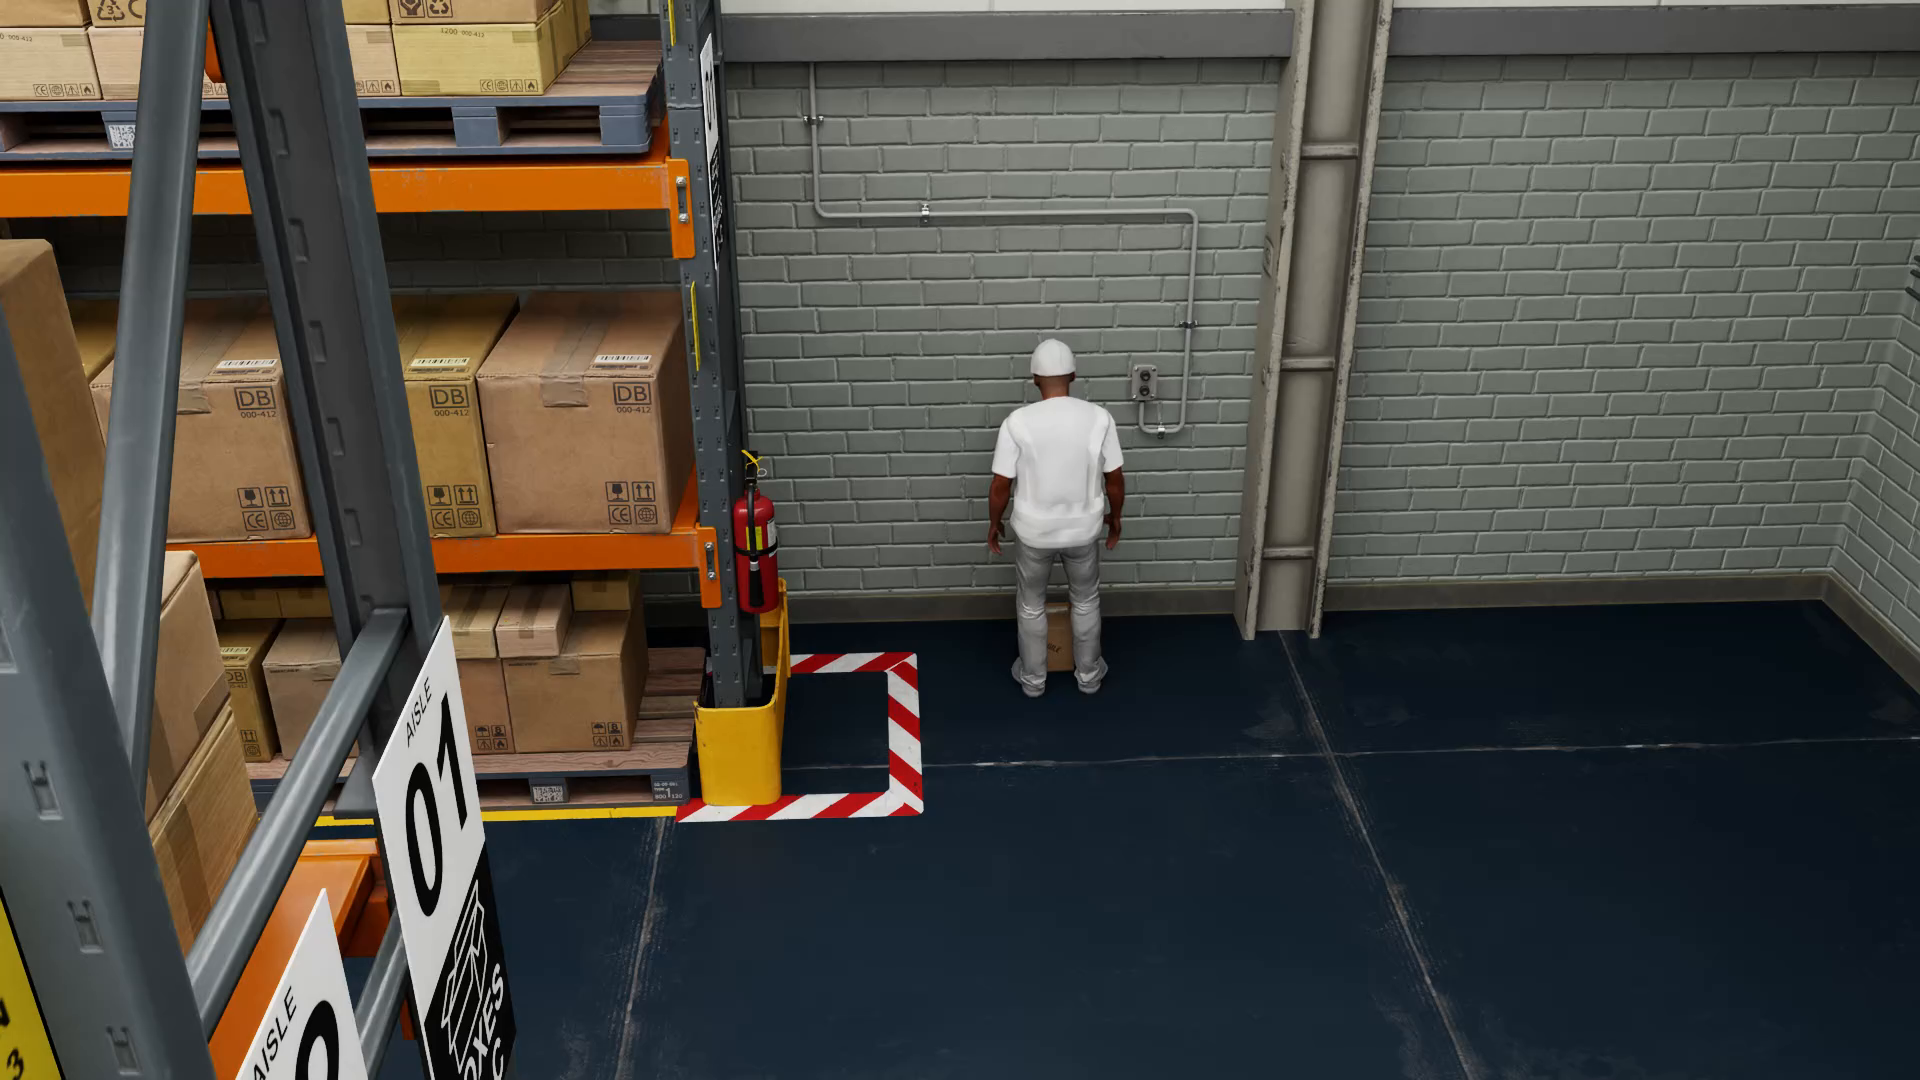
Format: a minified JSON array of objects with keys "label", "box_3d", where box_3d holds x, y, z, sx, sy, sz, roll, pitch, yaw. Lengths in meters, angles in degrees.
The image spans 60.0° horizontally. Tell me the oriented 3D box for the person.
[{"label":"person","box_3d":[0.447,-0.082,7.758,0.638,1.761,0.458,-2,27,-4]}]
